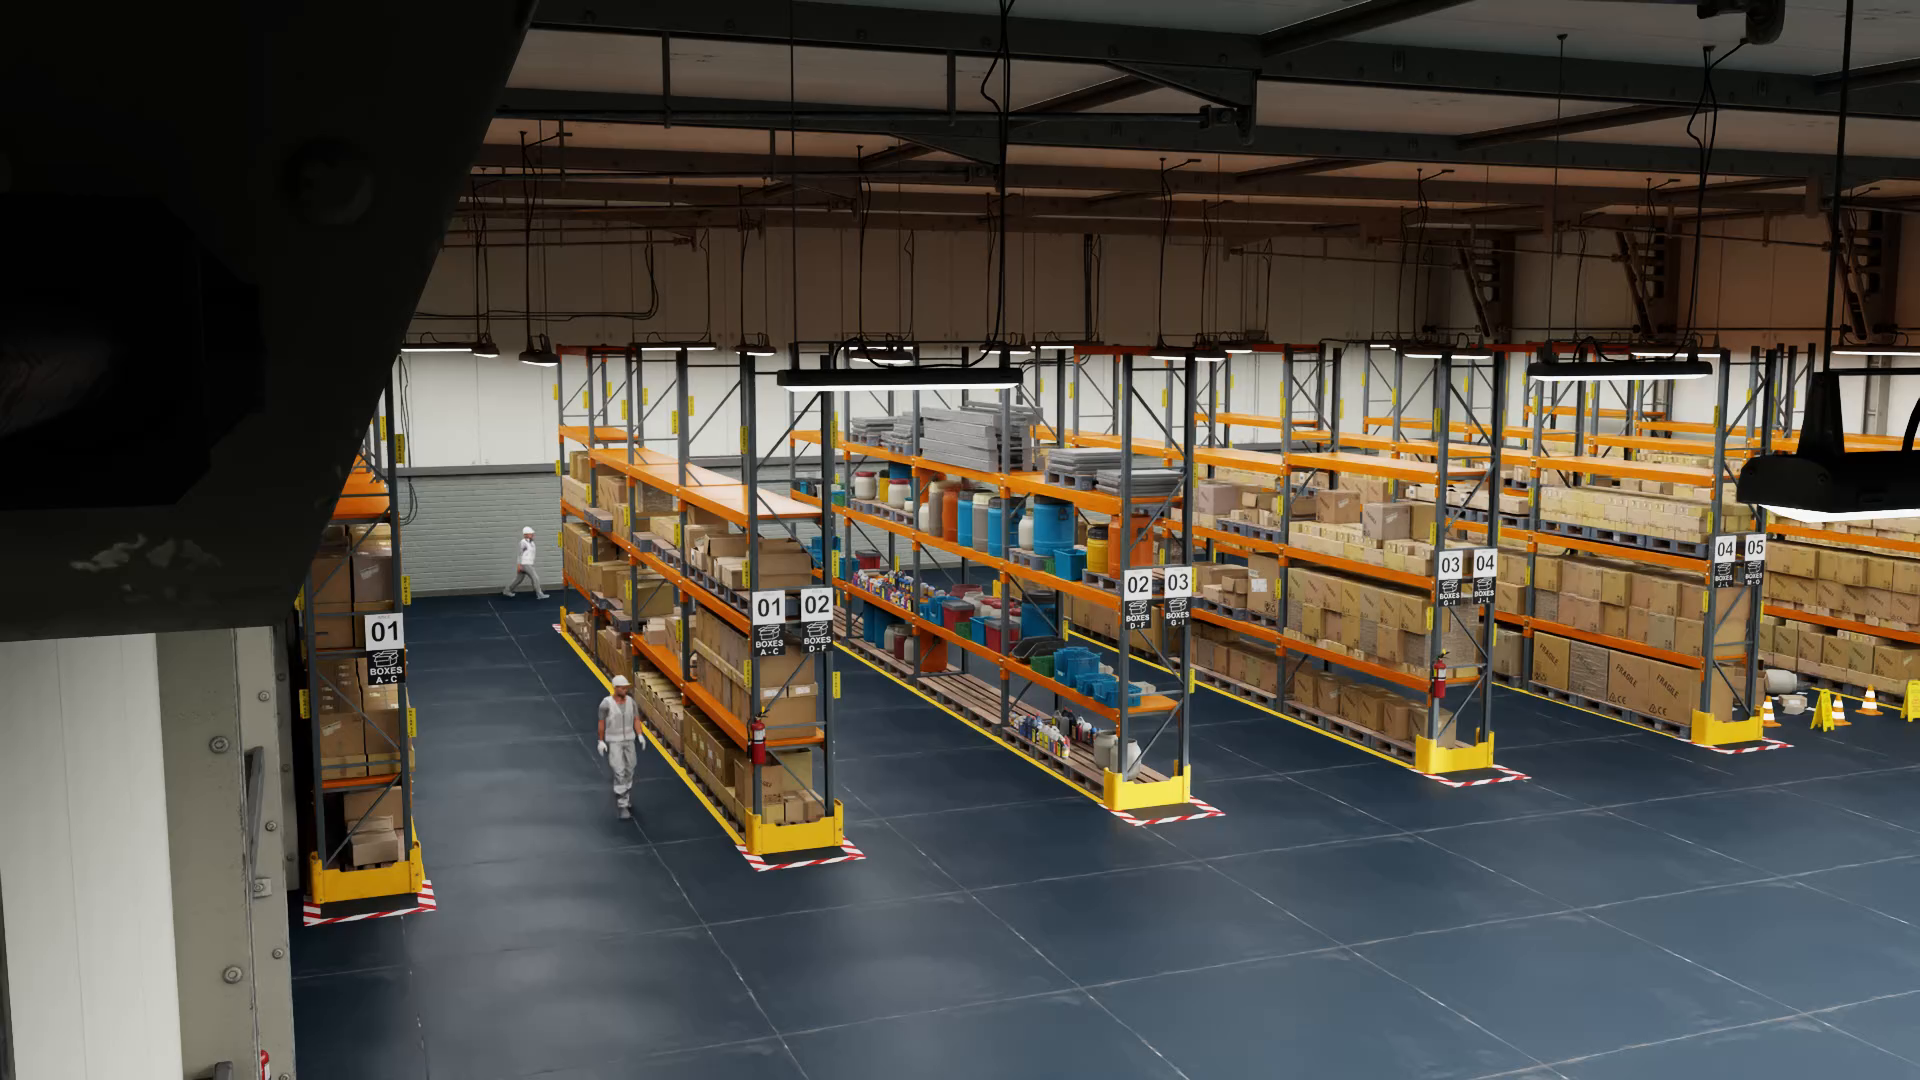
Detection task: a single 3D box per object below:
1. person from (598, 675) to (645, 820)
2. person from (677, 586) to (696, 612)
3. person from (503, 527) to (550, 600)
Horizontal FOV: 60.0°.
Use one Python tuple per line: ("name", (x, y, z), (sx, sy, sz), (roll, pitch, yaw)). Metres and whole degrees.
("person", (-4.382, 2.695, 21.787), (0.563, 1.805, 0.670), (-5, 9, -37))
("person", (-6.186, 0.711, 37.350), (0.562, 1.709, 1.024), (-2, 8, -16))
("person", (-10.175, 0.540, 38.958), (1.106, 1.717, 0.517), (-1, 7, -7))
